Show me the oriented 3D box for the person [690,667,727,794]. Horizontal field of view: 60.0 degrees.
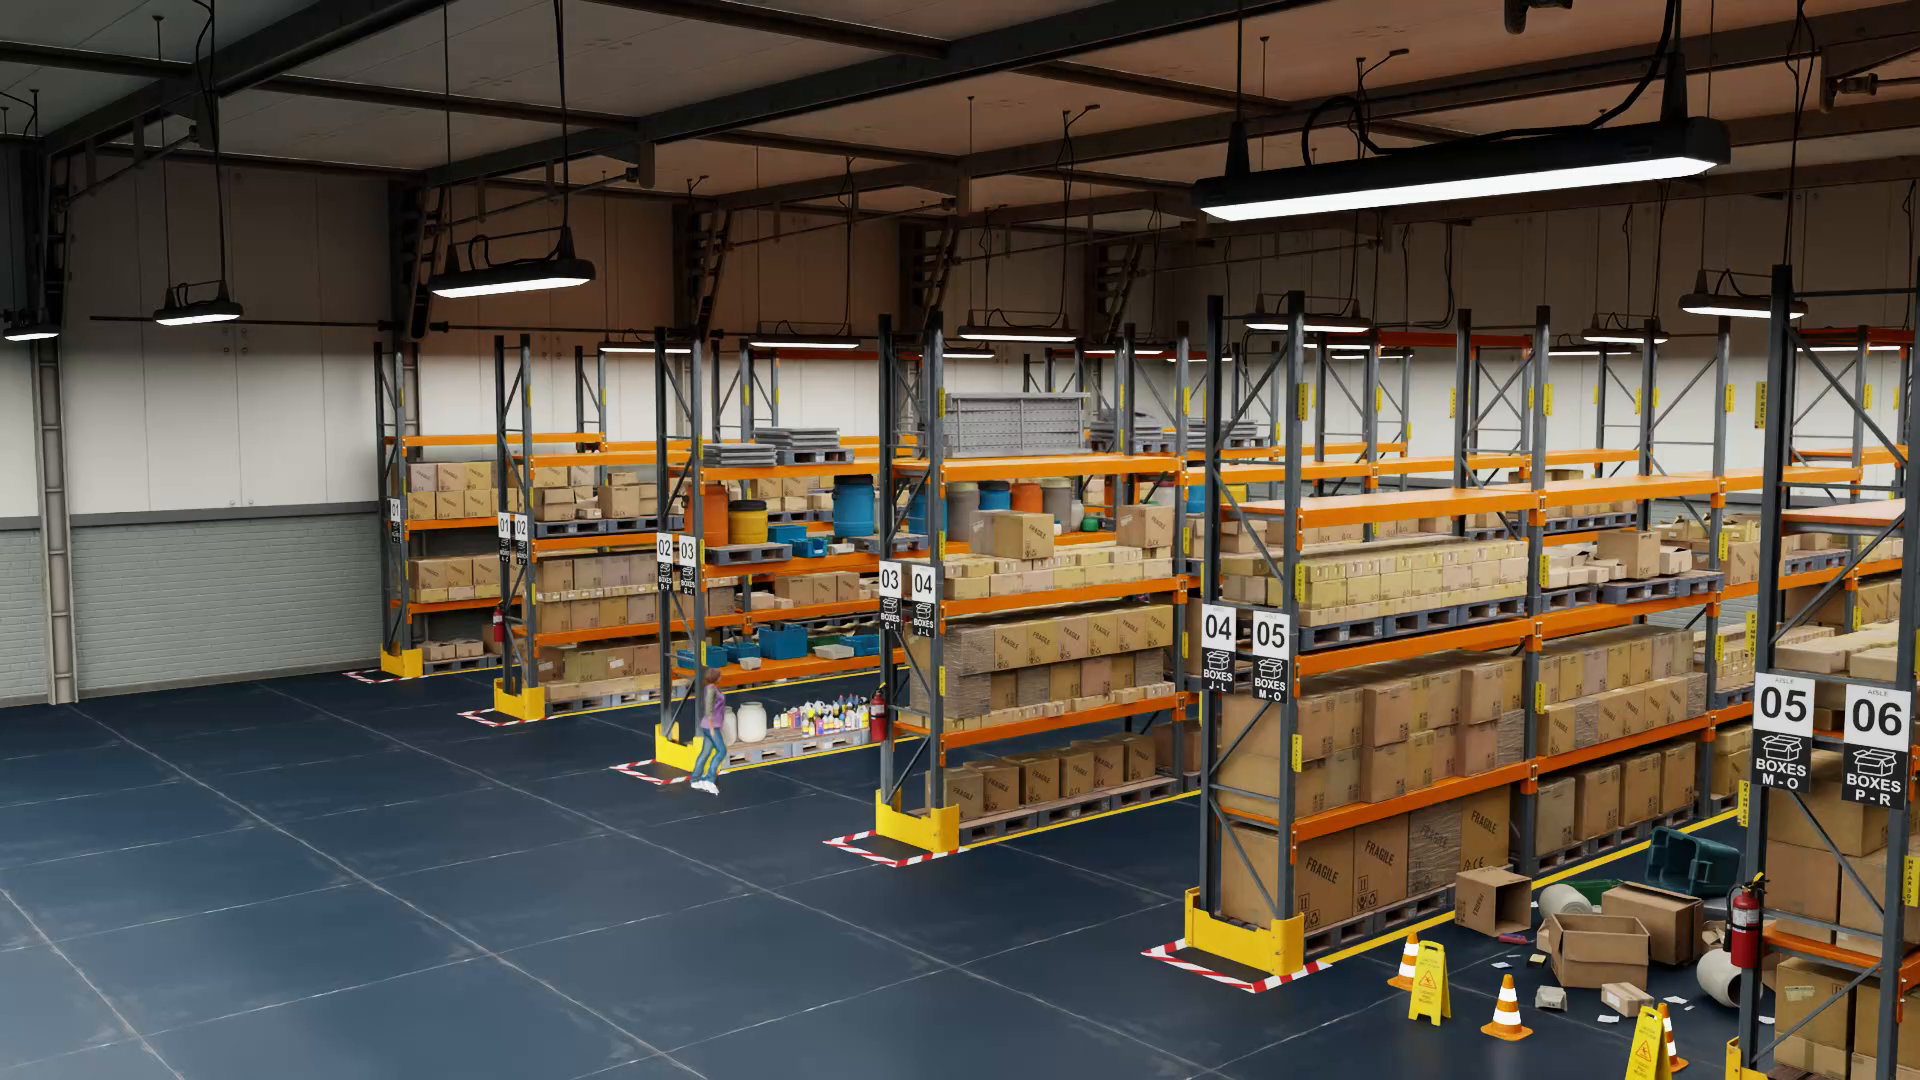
[{"bbox_3d":[-3.239,2.429,21.382,0.488,1.600,0.503,0,5,-4],"label":"person"}]
